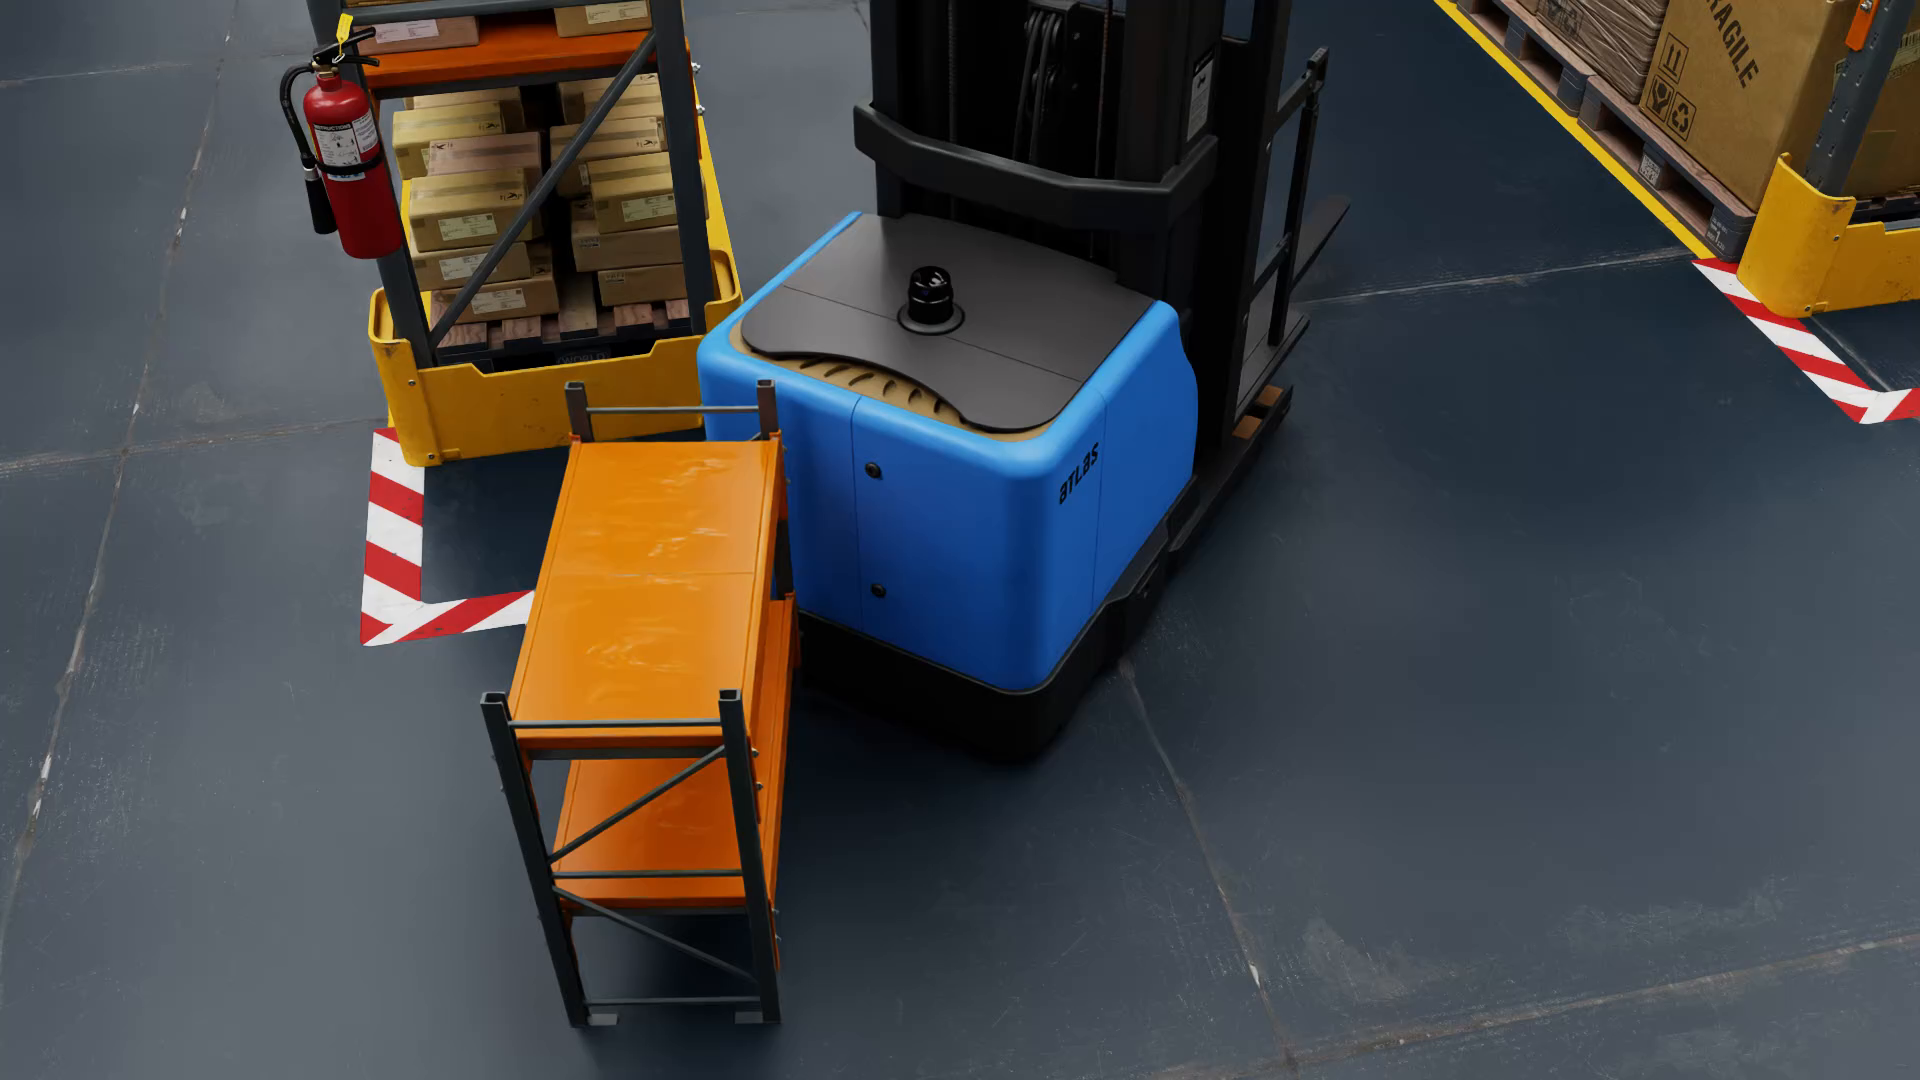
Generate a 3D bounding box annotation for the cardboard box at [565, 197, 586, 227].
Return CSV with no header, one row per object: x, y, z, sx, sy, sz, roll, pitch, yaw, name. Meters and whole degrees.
-1.292,-1.295,6.281,0.380,0.149,0.250,-8,42,-9,cardboard box

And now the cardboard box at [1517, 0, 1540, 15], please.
2.966,-3.079,7.743,0.875,0.875,0.875,-8,42,-9,cardboard box

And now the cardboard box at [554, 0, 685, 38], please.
-1.044,-1.664,5.054,0.380,0.149,0.250,-9,42,-10,cardboard box

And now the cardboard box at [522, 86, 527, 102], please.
-1.961,-1.734,6.775,0.380,0.149,0.250,-8,42,-8,cardboard box

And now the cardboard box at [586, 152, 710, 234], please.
-1.076,-1.203,5.728,0.380,0.149,0.250,-10,43,-11,cardboard box

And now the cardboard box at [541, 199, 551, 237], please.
-1.739,-1.239,6.217,0.380,0.149,0.250,-9,42,-9,cardboard box

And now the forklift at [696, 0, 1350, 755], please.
0.471,-1.482,4.712,1.130,2.935,3.031,20,45,21,forklift

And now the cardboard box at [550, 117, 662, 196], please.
-1.253,-1.364,5.910,0.380,0.149,0.250,-8,42,-9,cardboard box

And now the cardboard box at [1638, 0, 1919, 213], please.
3.354,-1.912,6.429,0.875,0.875,0.875,-8,42,-9,cardboard box

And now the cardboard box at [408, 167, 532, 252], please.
-1.656,-1.121,5.637,0.380,0.149,0.250,-8,42,-9,cardboard box

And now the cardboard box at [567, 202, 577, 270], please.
-1.231,-1.135,6.101,0.380,0.149,0.250,-9,42,-9,cardboard box

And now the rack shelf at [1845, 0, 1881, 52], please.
3.139,-3.174,7.107,1.077,0.370,4.000,-8,42,-9,rack shelf

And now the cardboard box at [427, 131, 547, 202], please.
-1.654,-1.292,5.829,0.380,0.149,0.250,-8,42,-8,cardboard box

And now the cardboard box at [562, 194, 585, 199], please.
-1.300,-1.411,6.187,0.380,0.149,0.250,-8,42,-9,cardboard box

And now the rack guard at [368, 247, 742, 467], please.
-1.311,-0.615,5.567,1.175,0.500,0.348,-8,42,-9,rack guard

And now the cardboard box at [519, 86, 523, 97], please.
-1.962,-1.844,6.674,0.380,0.149,0.250,-6,42,-7,cardboard box

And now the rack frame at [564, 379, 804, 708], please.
-0.694,0.048,4.349,0.500,1.125,0.032,-1,42,-1,rack frame

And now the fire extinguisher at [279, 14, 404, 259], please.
-1.691,-1.103,4.572,0.296,0.674,0.183,-8,42,-9,fire extinguisher

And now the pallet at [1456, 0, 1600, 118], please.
3.062,-2.400,7.794,1.003,0.211,1.213,-8,42,-9,pallet

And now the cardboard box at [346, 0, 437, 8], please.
-1.643,-1.904,4.836,0.500,0.500,0.500,-8,42,-8,cardboard box

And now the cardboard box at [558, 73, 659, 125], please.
-1.316,-1.695,6.283,0.380,0.149,0.250,-10,43,-11,cardboard box

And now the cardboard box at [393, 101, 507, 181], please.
-1.834,-1.442,5.998,0.380,0.149,0.250,-9,42,-10,cardboard box

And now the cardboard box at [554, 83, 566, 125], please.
-1.400,-1.751,6.570,0.380,0.149,0.250,-10,43,-11,cardboard box

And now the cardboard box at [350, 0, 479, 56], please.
-1.641,-1.578,4.957,0.380,0.149,0.250,-8,42,-9,cardboard box

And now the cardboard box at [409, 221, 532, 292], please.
-1.687,-1.004,5.729,0.380,0.149,0.250,-9,42,-10,cardboard box

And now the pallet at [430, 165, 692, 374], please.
-1.452,-1.039,6.262,1.003,0.211,1.213,-8,42,-9,pallet

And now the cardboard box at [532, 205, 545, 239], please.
-1.691,-1.181,5.929,0.380,0.149,0.250,-9,42,-10,cardboard box

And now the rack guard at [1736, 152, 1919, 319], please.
3.576,-1.196,6.220,1.175,0.500,0.348,-8,42,-9,rack guard

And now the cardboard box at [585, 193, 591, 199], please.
-1.161,-1.265,6.023,0.380,0.149,0.250,-9,42,-9,cardboard box

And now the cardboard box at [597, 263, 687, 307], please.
-1.095,-0.977,5.923,0.380,0.149,0.250,-8,42,-8,cardboard box

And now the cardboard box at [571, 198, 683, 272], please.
-1.157,-1.079,5.814,0.380,0.149,0.250,-7,42,-7,cardboard box

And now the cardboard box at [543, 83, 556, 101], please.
-1.498,-1.921,6.762,0.380,0.149,0.250,-6,42,-7,cardboard box

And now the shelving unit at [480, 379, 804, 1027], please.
-0.684,0.385,3.969,0.538,1.125,1.048,-1,42,-1,shelving unit

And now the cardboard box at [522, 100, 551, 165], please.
-1.758,-1.530,6.321,0.380,0.149,0.250,-9,42,-10,cardboard box

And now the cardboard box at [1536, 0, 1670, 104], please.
3.158,-2.502,7.093,0.875,0.875,0.875,-8,42,-9,cardboard box

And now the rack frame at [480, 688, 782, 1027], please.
-0.675,0.723,3.589,0.500,1.125,0.032,-1,42,-1,rack frame

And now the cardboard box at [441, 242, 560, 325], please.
-1.612,-0.903,5.839,0.380,0.149,0.250,-8,42,-9,cardboard box

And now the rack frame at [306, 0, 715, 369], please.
-1.294,-1.501,4.681,1.000,3.000,0.127,-8,42,-9,rack frame

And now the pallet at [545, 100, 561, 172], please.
-1.712,-1.828,7.151,1.003,0.211,1.213,-8,42,-9,pallet

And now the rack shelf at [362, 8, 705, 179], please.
-1.726,-2.528,6.381,1.077,0.370,4.000,-8,42,-9,rack shelf

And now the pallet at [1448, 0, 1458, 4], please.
2.795,-3.192,8.687,1.003,0.211,1.213,-8,42,-9,pallet

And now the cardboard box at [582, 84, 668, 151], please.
-1.182,-1.546,6.115,0.380,0.149,0.250,-8,42,-9,cardboard box

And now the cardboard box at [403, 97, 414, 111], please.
-1.941,-1.785,6.384,0.380,0.149,0.250,-7,42,-8,cardboard box

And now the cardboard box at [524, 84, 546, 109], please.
-1.942,-1.908,6.971,0.380,0.149,0.250,-7,42,-8,cardboard box

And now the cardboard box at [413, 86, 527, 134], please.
-1.828,-1.619,6.197,0.380,0.149,0.250,-10,43,-11,cardboard box

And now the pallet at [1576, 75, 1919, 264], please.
3.321,-1.610,6.905,1.003,0.211,1.213,-8,42,-9,pallet

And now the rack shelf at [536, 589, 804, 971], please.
-0.684,0.568,4.131,0.538,0.278,1.000,-1,42,-1,rack shelf

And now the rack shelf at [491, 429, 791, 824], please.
-0.684,0.166,3.774,0.538,0.278,1.000,-1,42,-1,rack shelf

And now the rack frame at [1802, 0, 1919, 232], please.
3.570,-2.146,5.408,1.000,3.000,0.127,-8,42,-9,rack frame
